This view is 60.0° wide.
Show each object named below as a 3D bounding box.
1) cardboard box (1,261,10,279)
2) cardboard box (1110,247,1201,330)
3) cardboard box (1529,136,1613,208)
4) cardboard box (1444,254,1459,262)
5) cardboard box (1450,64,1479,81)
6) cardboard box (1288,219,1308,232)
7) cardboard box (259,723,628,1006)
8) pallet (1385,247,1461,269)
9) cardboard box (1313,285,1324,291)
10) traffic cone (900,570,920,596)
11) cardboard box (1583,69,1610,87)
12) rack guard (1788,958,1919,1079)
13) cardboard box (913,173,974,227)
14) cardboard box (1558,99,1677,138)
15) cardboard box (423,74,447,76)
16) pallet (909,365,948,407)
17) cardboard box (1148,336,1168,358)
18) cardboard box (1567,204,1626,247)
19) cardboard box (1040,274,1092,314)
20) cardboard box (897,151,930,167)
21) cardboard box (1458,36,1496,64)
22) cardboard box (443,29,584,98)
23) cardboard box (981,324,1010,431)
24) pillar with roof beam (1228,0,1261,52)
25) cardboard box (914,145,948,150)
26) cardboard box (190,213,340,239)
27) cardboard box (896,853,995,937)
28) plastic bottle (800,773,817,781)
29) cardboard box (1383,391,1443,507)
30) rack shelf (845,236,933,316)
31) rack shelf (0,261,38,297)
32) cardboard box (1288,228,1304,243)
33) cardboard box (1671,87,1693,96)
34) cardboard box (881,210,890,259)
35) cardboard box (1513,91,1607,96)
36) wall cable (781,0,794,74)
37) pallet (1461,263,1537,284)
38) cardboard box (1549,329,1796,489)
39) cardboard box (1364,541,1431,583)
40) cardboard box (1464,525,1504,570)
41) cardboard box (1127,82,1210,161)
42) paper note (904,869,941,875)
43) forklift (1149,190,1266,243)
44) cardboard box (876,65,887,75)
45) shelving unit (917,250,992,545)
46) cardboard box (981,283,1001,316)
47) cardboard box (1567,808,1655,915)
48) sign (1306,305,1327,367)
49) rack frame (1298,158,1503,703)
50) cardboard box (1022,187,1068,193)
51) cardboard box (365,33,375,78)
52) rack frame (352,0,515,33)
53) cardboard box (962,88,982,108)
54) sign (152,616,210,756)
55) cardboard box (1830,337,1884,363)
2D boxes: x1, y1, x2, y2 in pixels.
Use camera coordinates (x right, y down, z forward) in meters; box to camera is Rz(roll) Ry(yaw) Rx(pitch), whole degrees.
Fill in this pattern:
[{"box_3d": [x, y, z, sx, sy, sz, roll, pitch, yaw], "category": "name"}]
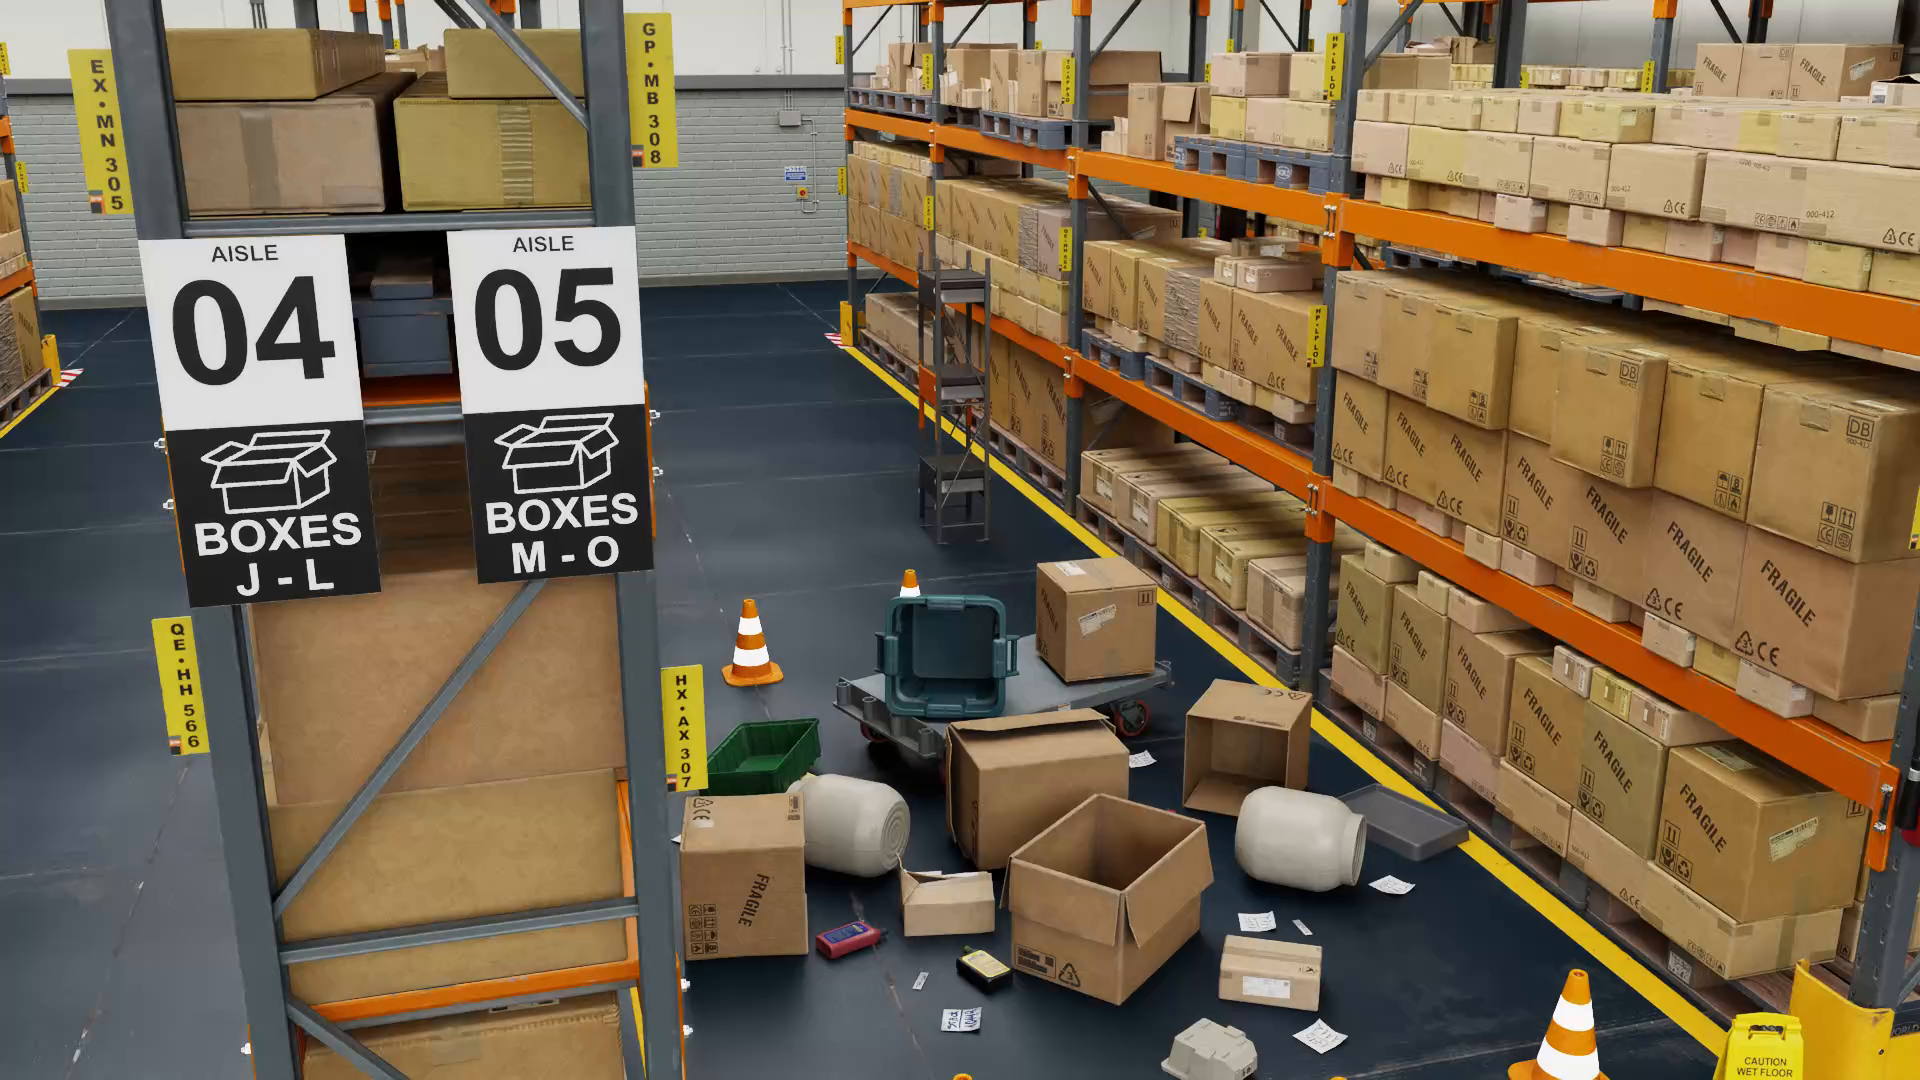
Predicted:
[{"box_3d": [-9.778, -2.702, 16.669, 0.380, 0.149, 0.250, -4, 17, -14], "category": "cardboard box"}, {"box_3d": [1.377, -1.781, 11.746, 0.500, 0.500, 0.500, -4, 17, -12], "category": "cardboard box"}, {"box_3d": [2.699, -1.512, 6.802, 0.500, 0.250, 0.500, -5, 17, -15], "category": "cardboard box"}, {"box_3d": [5.011, -2.898, 16.389, 0.396, 0.266, 0.258, -4, 17, -13], "category": "cardboard box"}, {"box_3d": [4.925, -4.555, 16.205, 0.380, 0.149, 0.250, -5, 17, -16], "category": "cardboard box"}, {"box_3d": [4.206, -3.787, 19.588, 0.500, 0.250, 0.500, -5, 17, -17], "category": "cardboard box"}, {"box_3d": [-1.353, 0.786, 4.362, 0.875, 0.550, 0.550, -5, 17, -15], "category": "cardboard box"}, {"box_3d": [5.112, -2.854, 17.073, 1.003, 0.211, 1.213, -5, 17, -15], "category": "pallet"}, {"box_3d": [2.433, -1.252, 9.984, 0.500, 0.500, 0.500, -5, 17, -15], "category": "cardboard box"}, {"box_3d": [-0.303, 0.412, 10.276, 0.336, 0.463, 0.334, -5, 17, -15], "category": "traffic cone"}, {"box_3d": [5.626, -3.990, 14.357, 0.380, 0.149, 0.250, -5, 18, -17], "category": "cardboard box"}, {"box_3d": [3.503, 1.713, 5.880, 1.175, 0.500, 0.348, -5, 17, -15], "category": "rack guard"}, {"box_3d": [-0.169, -3.418, 16.704, 0.500, 0.500, 0.500, -5, 17, -16], "category": "cardboard box"}, {"box_3d": [2.704, -1.731, 6.838, 0.380, 0.149, 0.250, -4, 17, -14], "category": "cardboard box"}, {"box_3d": [-1.786, -1.651, 6.359, 0.500, 0.250, 0.500, -5, 17, -15], "category": "cardboard box"}, {"box_3d": [0.092, -1.663, 17.622, 1.003, 0.211, 1.213, -5, 17, -15], "category": "pallet"}, {"box_3d": [1.509, -1.354, 11.451, 0.380, 0.149, 0.250, -4, 17, -12], "category": "cardboard box"}, {"box_3d": [2.692, -1.277, 6.712, 0.380, 0.149, 0.250, -5, 17, -16], "category": "cardboard box"}, {"box_3d": [0.948, -1.957, 13.146, 0.500, 0.250, 0.500, -5, 17, -15], "category": "cardboard box"}, {"box_3d": [-0.455, -4.038, 17.642, 0.380, 0.149, 0.250, -5, 17, -16], "category": "cardboard box"}, {"box_3d": [5.252, -4.932, 16.739, 0.396, 0.266, 0.258, -5, 17, -15], "category": "cardboard box"}, {"box_3d": [-0.993, -1.108, 3.860, 0.380, 0.149, 0.250, -5, 17, -15], "category": "cardboard box"}, {"box_3d": [0.729, -1.551, 15.366, 0.875, 0.875, 0.875, -4, 17, -14], "category": "cardboard box"}, {"box_3d": [-0.115, -7.632, 22.217, 9.100, 9.000, 0.400, -5, 17, -15], "category": "pillar with roof beam"}, {"box_3d": [-0.304, -4.359, 18.709, 0.380, 0.149, 0.250, -5, 17, -16], "category": "cardboard box"}, {"box_3d": [-1.625, -0.674, 3.801, 0.380, 0.149, 0.250, -5, 17, -15], "category": "cardboard box"}, {"box_3d": [-0.064, 1.489, 7.033, 0.396, 0.266, 0.258, -2, 17, -6], "category": "cardboard box"}, {"box_3d": [-0.780, 1.214, 8.303, 0.283, 0.061, 0.133, 16, 23, 42], "category": "plastic bottle"}, {"box_3d": [2.438, -0.479, 8.142, 0.500, 0.500, 0.500, -5, 17, -15], "category": "cardboard box"}, {"box_3d": [-0.323, -2.991, 18.445, 1.077, 0.370, 4.000, -5, 17, -15], "category": "rack shelf"}, {"box_3d": [-9.852, -2.207, 15.837, 1.077, 0.370, 4.000, -5, 17, -15], "category": "rack shelf"}, {"box_3d": [4.123, -3.618, 19.718, 0.380, 0.149, 0.250, -4, 17, -14], "category": "cardboard box"}, {"box_3d": [5.901, -3.522, 13.253, 0.380, 0.166, 0.250, -5, 17, -15], "category": "cardboard box"}, {"box_3d": [-0.575, -3.364, 18.263, 0.500, 0.500, 0.500, -4, 17, -13], "category": "cardboard box"}, {"box_3d": [2.852, -2.052, 7.906, 0.380, 0.149, 0.250, -4, 17, -14], "category": "cardboard box"}, {"box_3d": [-2.707, -8.313, 24.484, 0.463, 3.000, 0.029, -5, 17, -15], "category": "wall cable"}, {"box_3d": [5.558, -2.515, 15.944, 1.003, 0.211, 1.213, -5, 17, -15], "category": "pallet"}, {"box_3d": [2.803, -0.530, 6.573, 0.700, 0.500, 0.500, -5, 17, -16], "category": "cardboard box"}, {"box_3d": [2.304, 0.100, 8.522, 0.380, 0.149, 0.250, -4, 17, -14], "category": "cardboard box"}, {"box_3d": [2.545, 0.018, 7.615, 0.380, 0.149, 0.250, -5, 17, -15], "category": "cardboard box"}, {"box_3d": [1.576, -2.897, 11.495, 0.700, 0.500, 0.500, -5, 17, -15], "category": "cardboard box"}, {"box_3d": [-0.174, 1.507, 7.397, 0.172, 0.023, 0.155, 1, 17, 4], "category": "paper note"}, {"box_3d": [2.352, -2.337, 15.138, 1.130, 2.935, 3.031, -5, 17, -15], "category": "forklift"}, {"box_3d": [-0.663, -5.385, 19.308, 0.500, 0.250, 0.500, -6, 18, -20], "category": "cardboard box"}, {"box_3d": [-0.045, -1.051, 12.302, 0.431, 2.100, 0.503, -5, 17, -15], "category": "shelving unit"}, {"box_3d": [0.491, -2.143, 14.632, 0.500, 0.250, 0.500, -5, 17, -16], "category": "cardboard box"}, {"box_3d": [2.908, 1.307, 6.938, 0.500, 0.250, 0.500, -5, 17, -15], "category": "cardboard box"}, {"box_3d": [1.892, -1.079, 8.817, 0.100, 0.325, 0.005, -5, 17, -15], "category": "sign"}, {"box_3d": [2.425, -0.569, 9.133, 1.000, 3.000, 0.127, -5, 17, -15], "category": "rack frame"}, {"box_3d": [0.860, -2.921, 15.050, 0.500, 0.500, 0.500, -4, 17, -14], "category": "cardboard box"}, {"box_3d": [-2.252, -1.688, 5.790, 0.380, 0.149, 0.250, -5, 17, -15], "category": "cardboard box"}, {"box_3d": [-3.406, -4.130, 10.558, 1.000, 3.000, 0.127, -5, 17, -15], "category": "rack frame"}, {"box_3d": [0.237, -3.930, 14.785, 0.380, 0.166, 0.250, -6, 18, -19], "category": "cardboard box"}, {"box_3d": [-1.733, 0.327, 3.723, 0.100, 0.325, 0.005, -5, 17, -15], "category": "sign"}, {"box_3d": [6.556, -1.288, 11.787, 0.500, 0.250, 0.500, -5, 17, -15], "category": "cardboard box"}]
